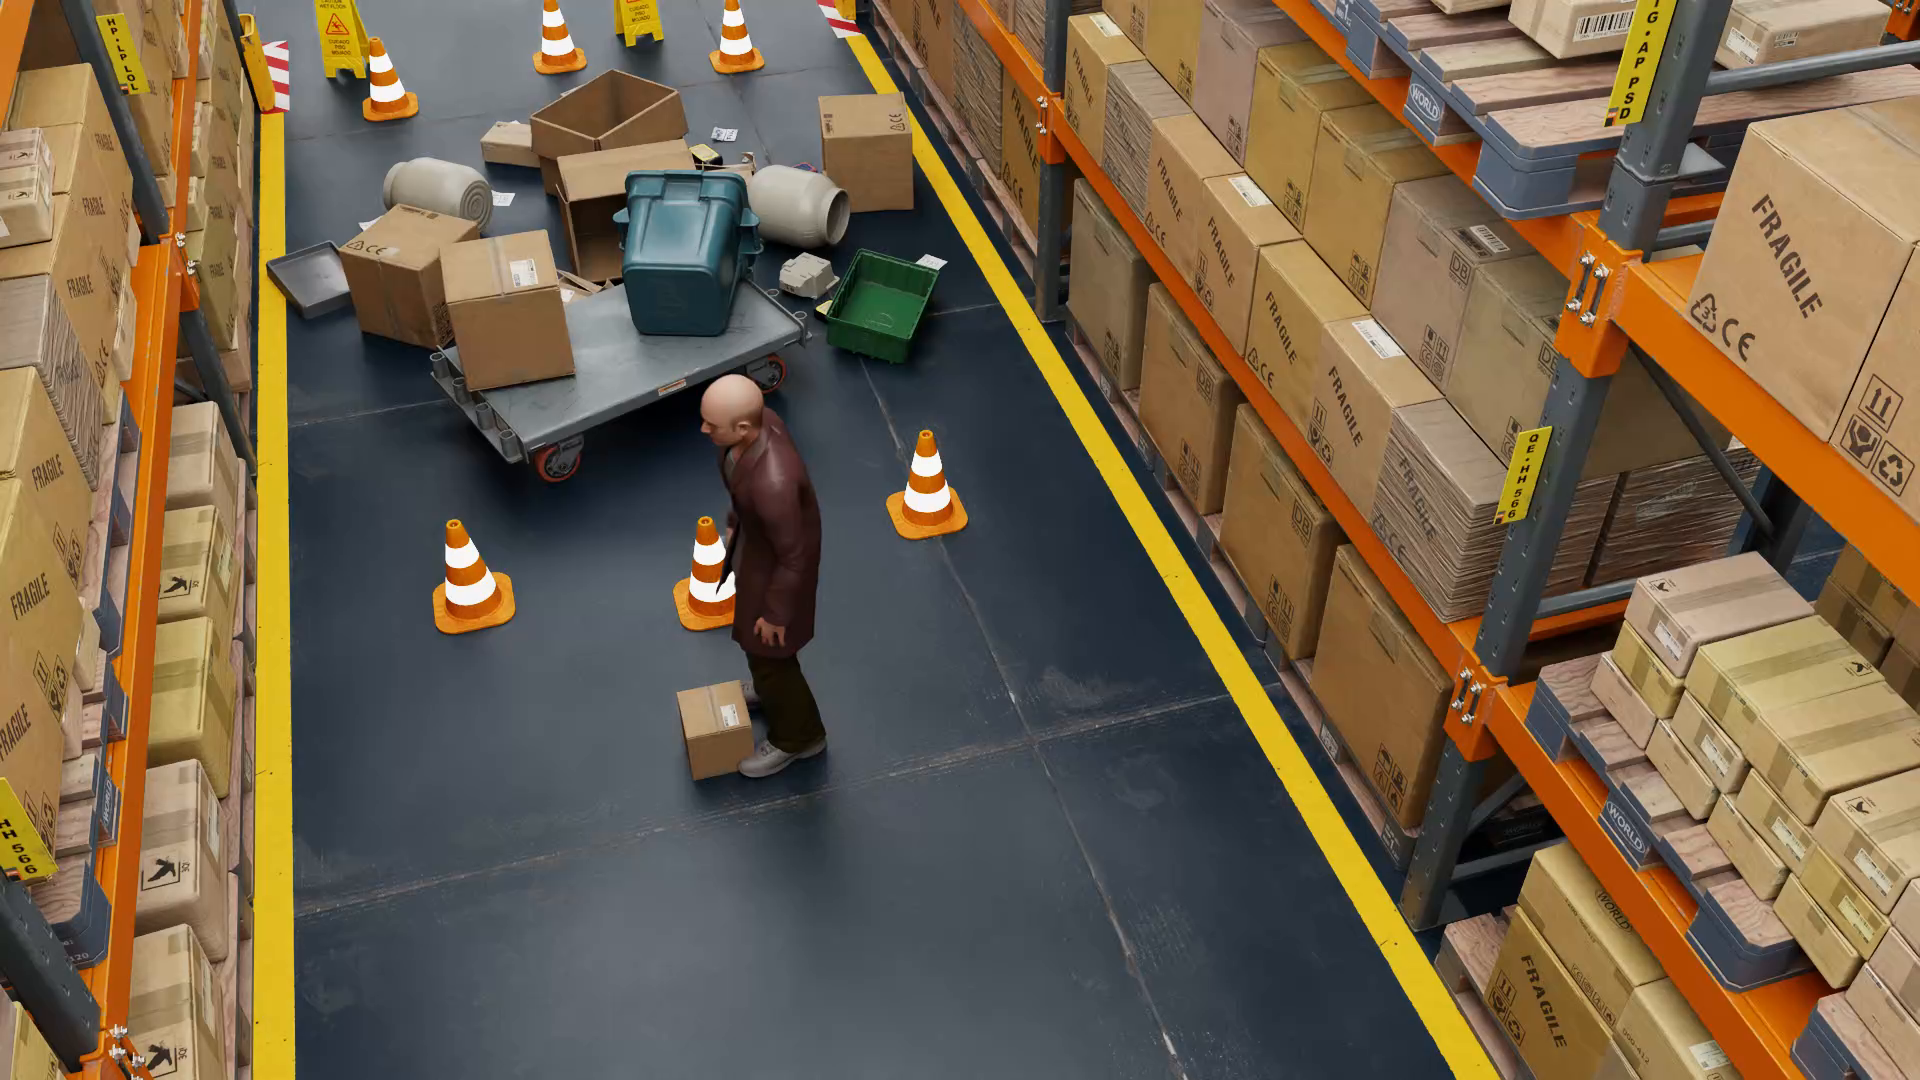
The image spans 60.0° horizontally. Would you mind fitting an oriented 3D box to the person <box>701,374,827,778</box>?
[{"bbox_3d":[-0.714,0.112,6.045,0.424,1.773,0.641,-13,43,-14],"label":"person"}]
